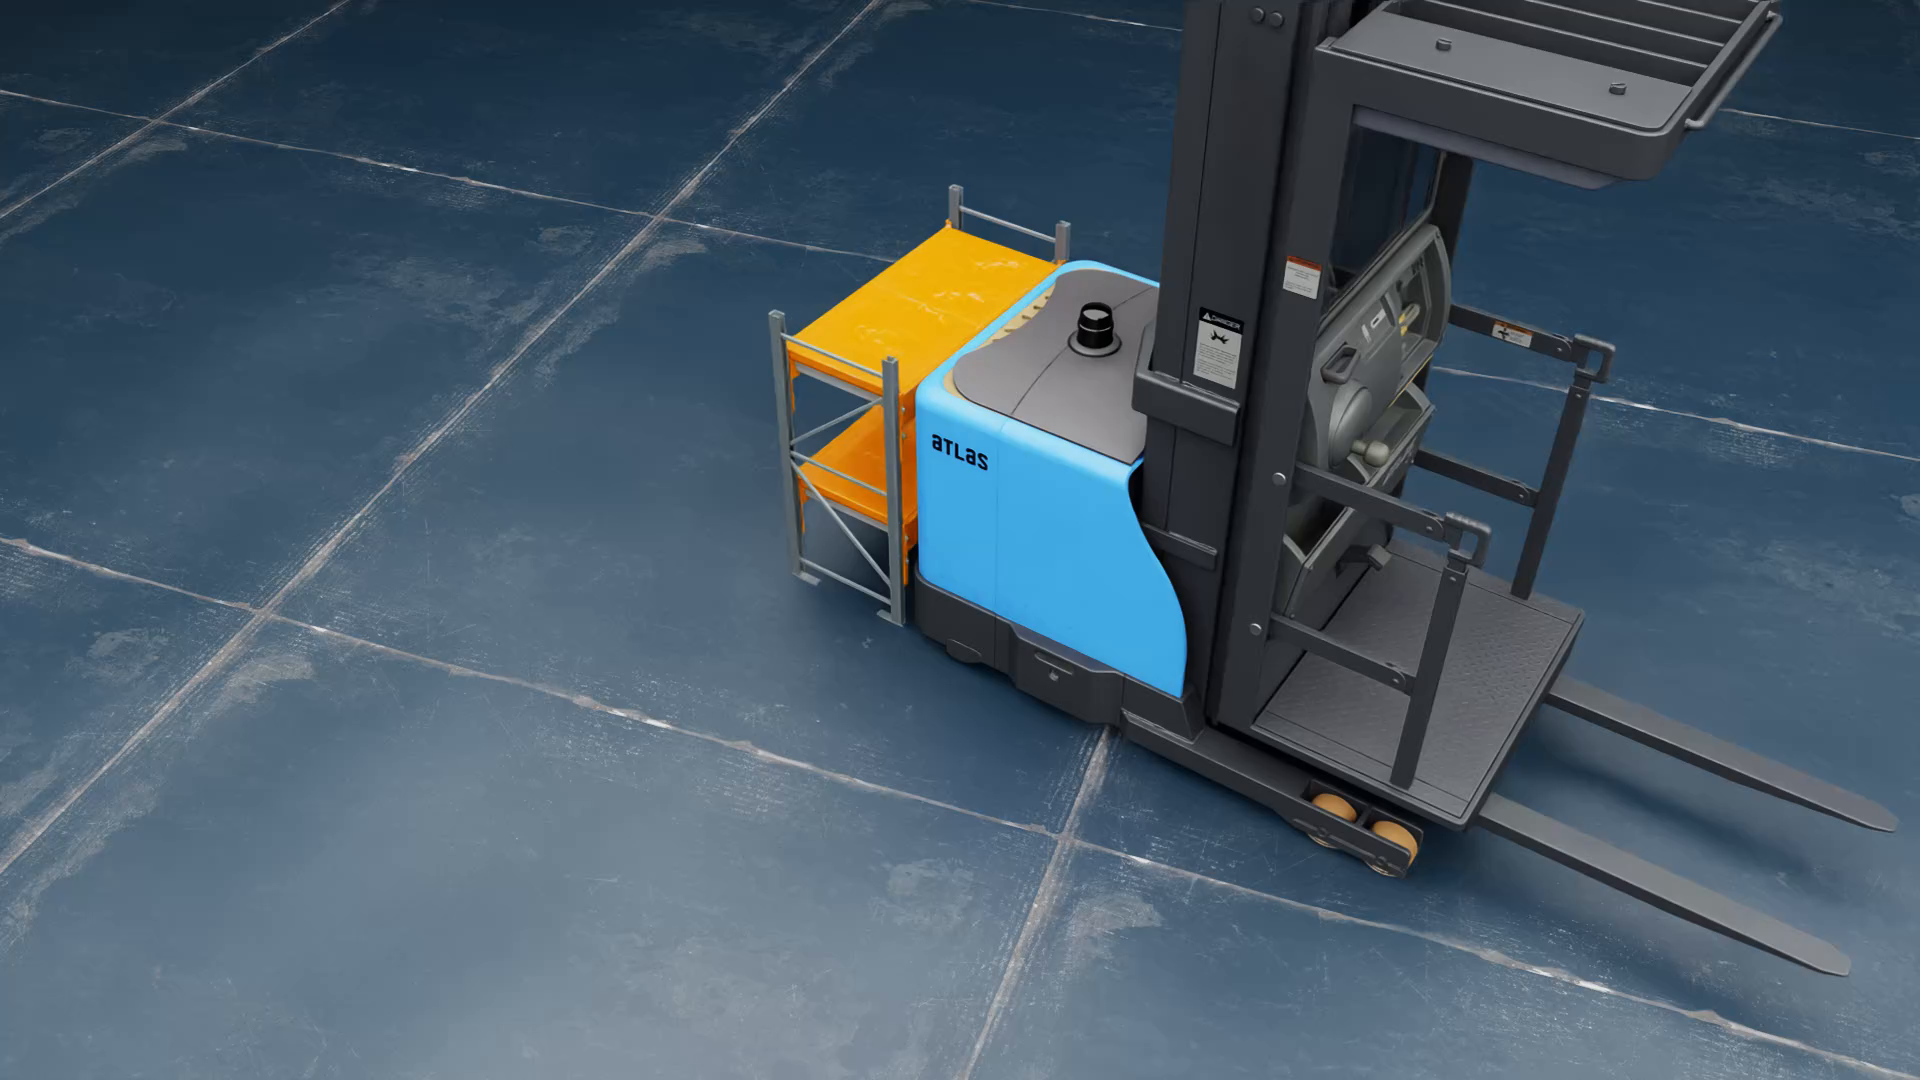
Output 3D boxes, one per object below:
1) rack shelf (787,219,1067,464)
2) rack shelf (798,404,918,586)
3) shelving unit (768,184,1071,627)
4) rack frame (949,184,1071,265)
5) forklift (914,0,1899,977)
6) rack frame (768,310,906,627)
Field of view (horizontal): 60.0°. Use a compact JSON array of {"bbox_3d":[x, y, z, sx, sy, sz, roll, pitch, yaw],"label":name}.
[{"bbox_3d":[-0.116,-0.714,5.769,0.538,0.278,1.000,24,46,26],"label":"rack shelf"},{"bbox_3d":[-0.116,-0.305,6.118,0.538,0.278,1.000,24,46,26],"label":"rack shelf"},{"bbox_3d":[-0.116,-0.491,5.959,0.538,1.125,1.048,24,46,26],"label":"shelving unit"},{"bbox_3d":[0.173,-0.762,6.277,0.500,1.125,0.032,24,46,26],"label":"rack frame"},{"bbox_3d":[1.349,-0.492,4.568,3.031,2.935,1.130,24,46,25],"label":"forklift"},{"bbox_3d":[-0.406,-0.220,5.641,0.500,1.125,0.032,24,46,26],"label":"rack frame"}]
